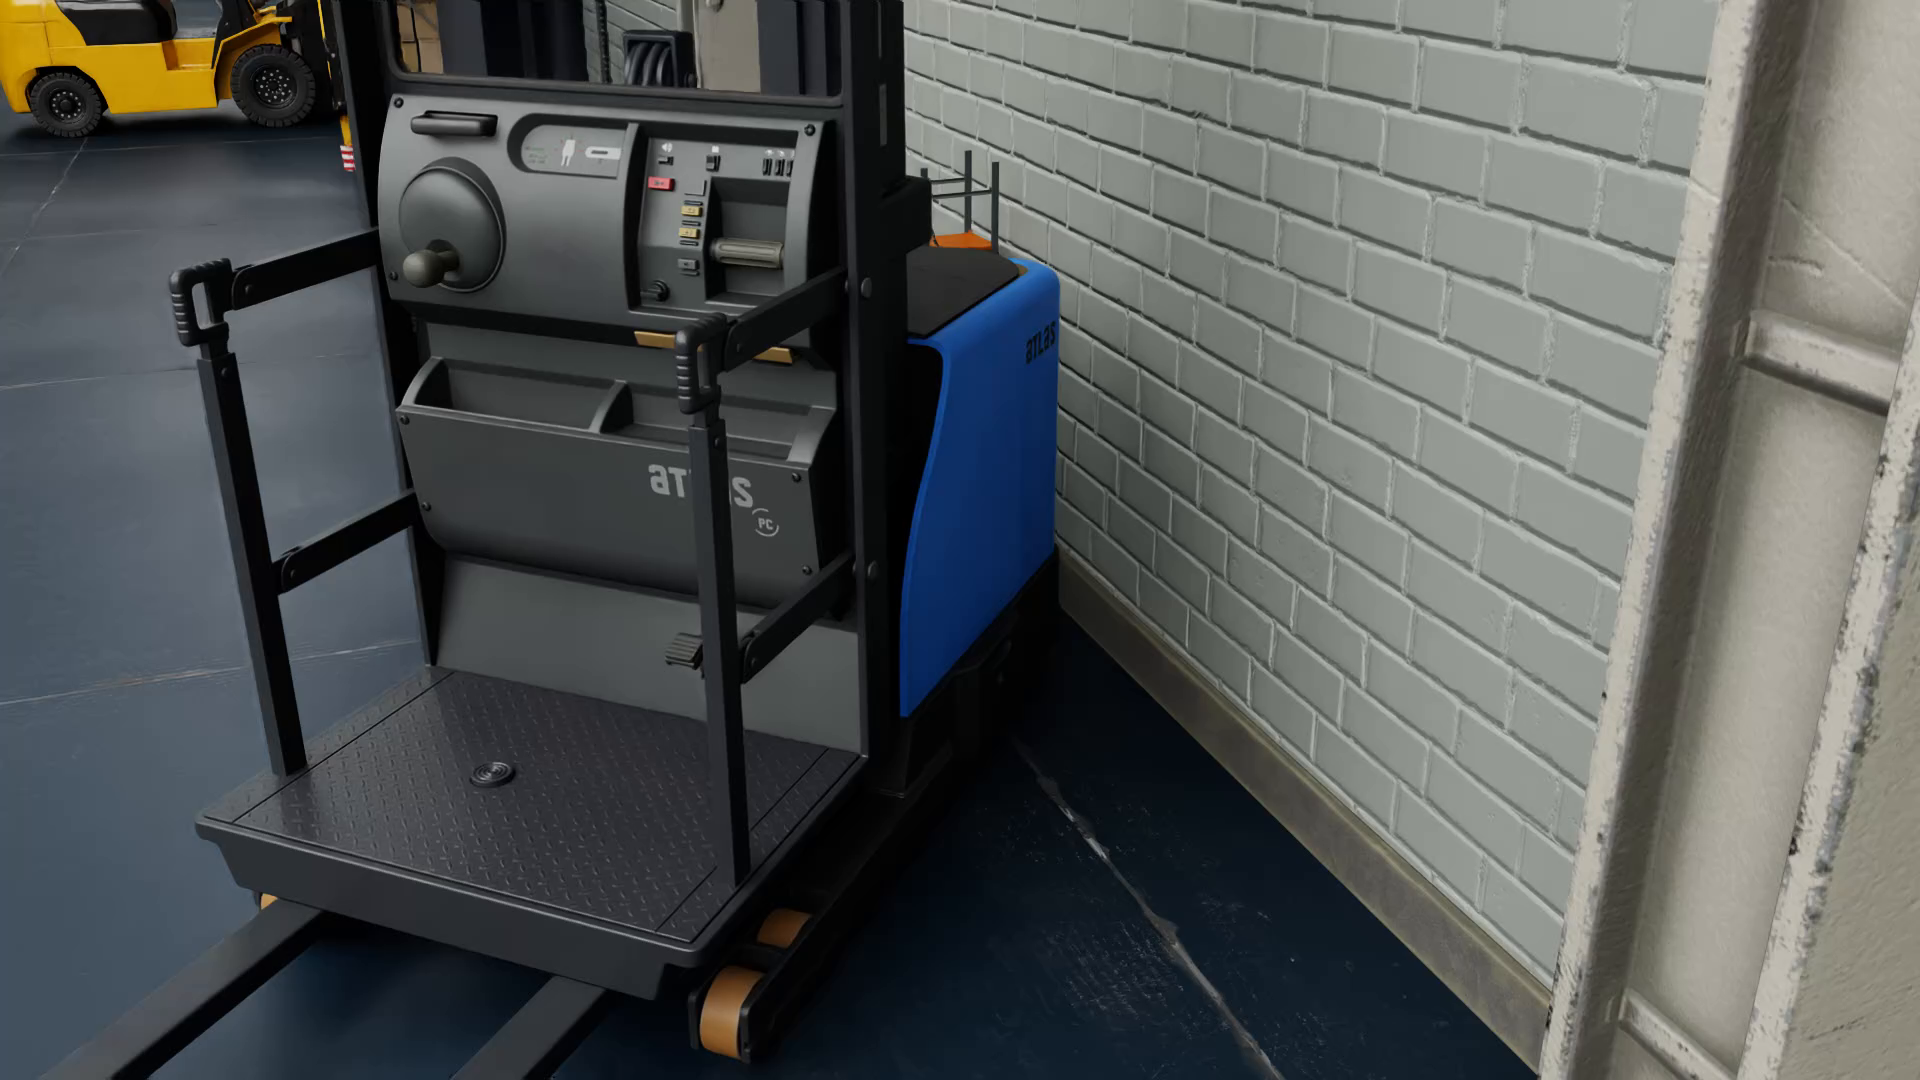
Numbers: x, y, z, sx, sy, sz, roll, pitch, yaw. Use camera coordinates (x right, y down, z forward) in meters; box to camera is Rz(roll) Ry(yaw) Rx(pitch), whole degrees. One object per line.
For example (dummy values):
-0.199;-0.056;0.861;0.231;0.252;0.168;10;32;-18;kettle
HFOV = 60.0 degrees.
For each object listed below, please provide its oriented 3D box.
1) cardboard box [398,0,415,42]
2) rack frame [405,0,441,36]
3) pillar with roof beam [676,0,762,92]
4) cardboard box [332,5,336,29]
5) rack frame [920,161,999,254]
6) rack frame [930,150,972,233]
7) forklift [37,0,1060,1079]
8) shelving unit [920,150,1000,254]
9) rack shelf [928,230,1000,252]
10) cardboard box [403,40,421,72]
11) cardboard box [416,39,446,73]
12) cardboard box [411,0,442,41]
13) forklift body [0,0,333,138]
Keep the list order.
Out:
-4.201;-3.733;11.957;0.500;0.250;0.500;-8;24;-17;cardboard box
-3.746;-4.221;11.403;1.000;3.000;0.127;-8;24;-19;rack frame
-5.057;-4.592;4.558;9.100;9.000;0.400;-8;24;-19;pillar with roof beam
-4.574;-4.100;12.827;0.500;0.250;0.500;-8;24;-18;cardboard box
-0.001;-0.499;4.886;0.240;1.200;0.006;-10;26;-22;rack frame
-0.077;-0.566;5.039;0.240;1.200;0.006;-10;26;-22;rack frame
-0.756;-0.594;2.886;1.130;2.935;3.031;9;24;20;forklift
-0.039;-0.532;4.963;0.258;1.200;0.189;-10;26;-22;shelving unit
-0.039;-0.821;4.835;0.258;0.103;0.180;-10;26;-22;rack shelf
-4.211;-3.512;12.077;0.500;0.250;0.500;-9;24;-20;cardboard box
-3.718;-3.577;12.232;0.500;0.250;0.500;-8;24;-18;cardboard box
-3.739;-3.809;12.138;0.500;0.250;0.500;-9;24;-20;cardboard box
-6.123;-4.269;12.609;2.313;2.155;1.214;-8;24;-19;forklift body
